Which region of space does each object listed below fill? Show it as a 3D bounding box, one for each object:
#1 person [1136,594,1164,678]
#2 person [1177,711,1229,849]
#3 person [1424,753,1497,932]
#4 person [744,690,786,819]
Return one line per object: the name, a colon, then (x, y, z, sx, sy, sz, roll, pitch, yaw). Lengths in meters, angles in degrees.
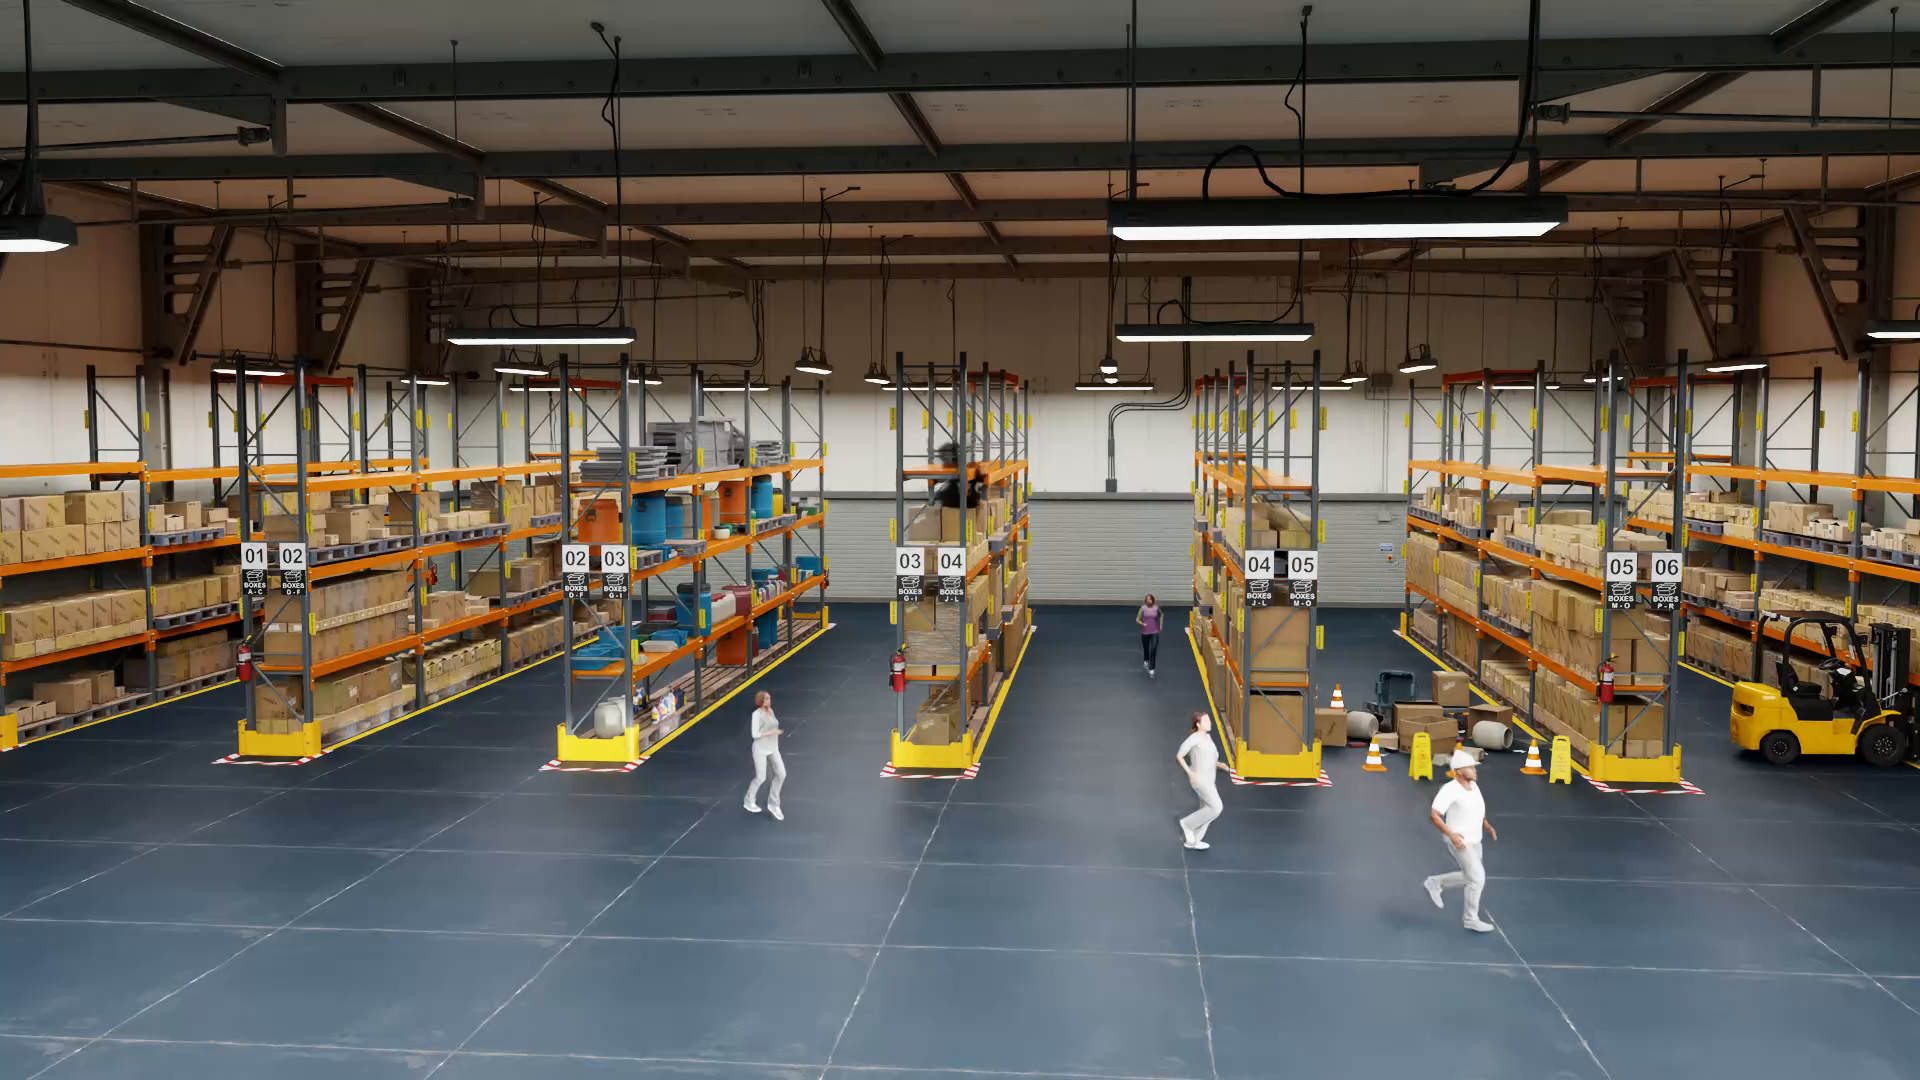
person: (3.757, 1.865, 32.901, 0.552, 1.600, 0.887, 0, 4, 5)
person: (2.865, 2.805, 19.370, 0.546, 1.623, 0.552, 3, 5, 35)
person: (4.941, 2.966, 16.480, 0.795, 1.729, 0.738, 4, 6, 44)
person: (-2.456, 2.711, 21.008, 0.667, 1.639, 0.514, 3, 5, 35)
